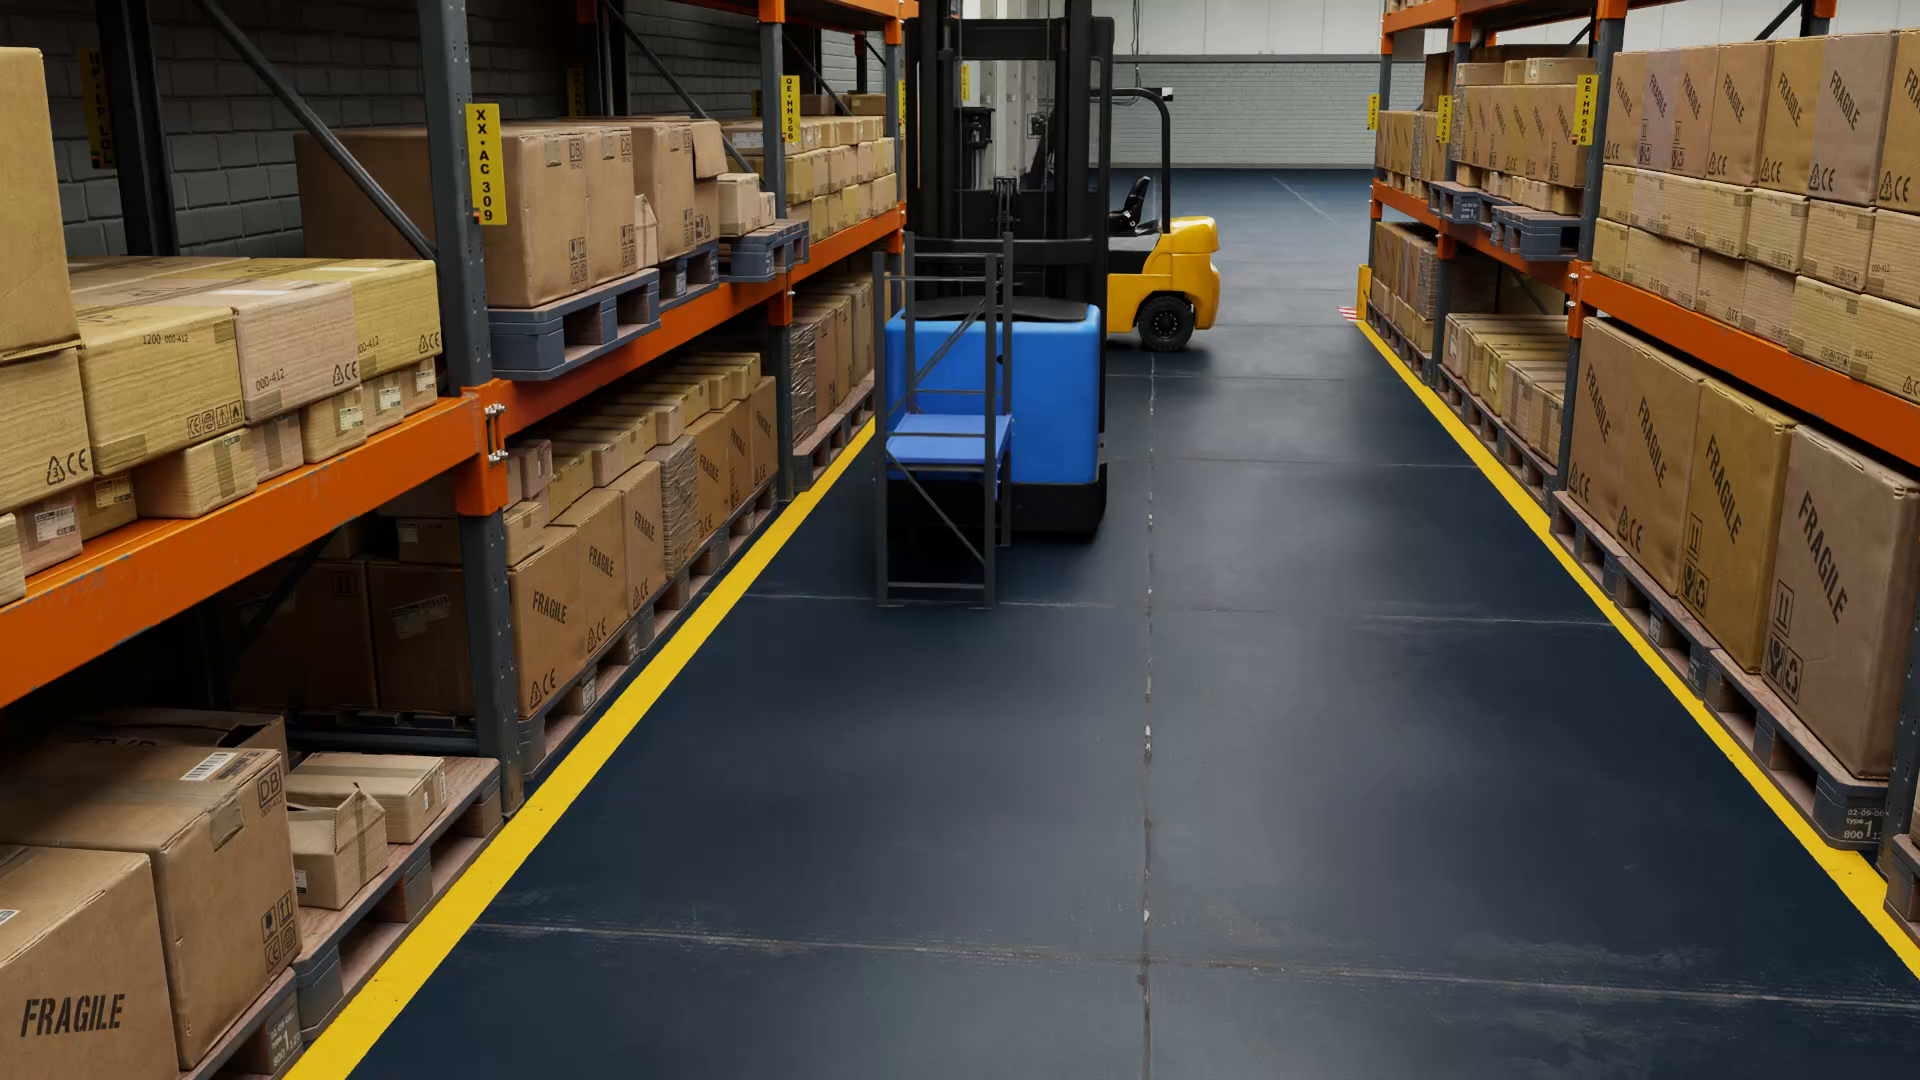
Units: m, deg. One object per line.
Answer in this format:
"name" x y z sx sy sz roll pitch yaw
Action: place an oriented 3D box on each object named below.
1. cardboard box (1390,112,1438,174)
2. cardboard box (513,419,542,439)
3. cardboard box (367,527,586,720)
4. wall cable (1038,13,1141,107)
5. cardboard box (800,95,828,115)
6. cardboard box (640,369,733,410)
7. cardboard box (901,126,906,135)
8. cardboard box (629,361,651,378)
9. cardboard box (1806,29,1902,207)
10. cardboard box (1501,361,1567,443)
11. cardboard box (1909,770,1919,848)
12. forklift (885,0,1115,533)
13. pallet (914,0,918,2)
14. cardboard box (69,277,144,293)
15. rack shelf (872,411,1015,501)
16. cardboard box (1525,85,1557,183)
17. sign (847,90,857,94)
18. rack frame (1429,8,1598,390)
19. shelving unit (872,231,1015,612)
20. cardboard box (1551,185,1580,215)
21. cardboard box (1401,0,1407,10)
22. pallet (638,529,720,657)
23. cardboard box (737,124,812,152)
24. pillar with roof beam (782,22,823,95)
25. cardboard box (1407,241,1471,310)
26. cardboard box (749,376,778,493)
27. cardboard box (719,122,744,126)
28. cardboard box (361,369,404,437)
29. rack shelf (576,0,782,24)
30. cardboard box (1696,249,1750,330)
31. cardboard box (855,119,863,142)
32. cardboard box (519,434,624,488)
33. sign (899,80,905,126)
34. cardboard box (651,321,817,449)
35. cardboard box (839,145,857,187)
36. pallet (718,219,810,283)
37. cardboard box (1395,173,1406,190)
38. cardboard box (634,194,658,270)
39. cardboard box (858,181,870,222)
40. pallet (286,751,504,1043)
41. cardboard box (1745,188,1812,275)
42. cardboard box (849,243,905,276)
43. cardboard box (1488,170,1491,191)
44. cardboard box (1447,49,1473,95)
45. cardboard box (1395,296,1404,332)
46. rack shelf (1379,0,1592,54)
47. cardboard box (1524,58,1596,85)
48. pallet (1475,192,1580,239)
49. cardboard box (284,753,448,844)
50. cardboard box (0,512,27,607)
"cardboard box" 3.997 -3.408 14.258 0.500 0.500 0.500 1 15 5
"cardboard box" -1.932 -0.445 6.804 0.380 0.149 0.250 1 15 4
"cardboard box" -1.571 0.255 5.458 0.500 0.500 0.500 2 15 9
"wall cable" 3.562 -13.492 46.767 3.097 2.526 0.112 2 15 6
"cardboard box" -1.211 -3.302 12.623 0.380 0.149 0.250 2 15 6
"cardboard box" -1.275 -0.703 7.757 0.380 0.149 0.250 1 15 4
"cardboard box" -0.621 -3.209 12.849 0.380 0.149 0.250 2 15 8
"cardboard box" -1.766 -0.851 8.304 0.380 0.149 0.250 2 15 9
"cardboard box" 2.935 -1.274 5.020 0.500 0.500 0.500 2 15 7
"cardboard box" 3.684 -0.795 9.585 0.950 0.372 0.625 1 15 5
"cardboard box" 2.906 0.709 3.899 0.875 0.438 0.875 1 15 5
"forklift" 0.279 -1.784 9.146 1.130 2.935 3.031 1 15 5
"pallet" -0.736 -4.648 14.028 1.003 0.211 1.213 2 15 6
"cardboard box" -2.223 -0.451 3.801 0.500 0.250 0.500 2 15 6
"rack shelf" -0.054 -0.390 7.419 0.538 0.185 1.000 1 15 5
"cardboard box" 3.357 -2.178 8.904 0.500 0.500 0.500 1 15 5
"sign" -1.046 -4.217 16.200 0.100 0.325 0.005 2 15 6
"rack frame" 3.986 -2.560 11.884 1.000 3.000 0.127 2 15 6
"shelving unit" -0.054 -0.563 7.372 0.538 1.500 1.048 1 15 5
"cardboard box" 3.296 -1.768 8.630 0.380 0.149 0.250 2 15 7
"cardboard box" 4.073 -4.709 14.567 0.380 0.149 0.250 2 15 8
"pallet" -1.660 0.186 7.069 1.003 0.211 1.213 2 15 6
"cardboard box" -1.037 -2.240 9.265 0.380 0.149 0.250 2 15 8
"pillar with roof beam" 2.808 -6.358 14.436 9.100 9.000 0.400 2 15 6
"cardboard box" 3.842 -2.091 13.175 0.500 0.500 0.500 2 15 7
"cardboard box" -1.232 -0.548 8.426 0.500 0.500 0.500 2 15 8
"cardboard box" -1.489 -2.387 9.810 0.380 0.149 0.250 2 15 6
"cardboard box" -1.642 -0.351 4.195 0.380 0.149 0.250 2 15 8
"rack shelf" -1.623 -2.250 6.368 1.077 0.370 4.000 2 15 6
"cardboard box" 3.072 -0.933 6.154 0.500 0.250 0.500 2 15 6
"cardboard box" -0.845 -2.704 10.981 0.380 0.149 0.250 1 15 5
"cardboard box" -1.490 -0.301 6.271 0.380 0.149 0.250 2 15 6
"sign" -0.406 -3.213 12.230 0.100 0.325 0.005 2 15 6
"cardboard box" -1.314 -0.886 9.436 0.875 0.625 0.625 2 15 8
"cardboard box" -0.938 -2.343 10.410 0.500 0.250 0.500 2 15 7
"pallet" -1.404 -1.397 7.951 1.213 0.211 1.003 2 15 6
"cardboard box" 3.998 -3.129 14.470 0.380 0.149 0.250 2 15 8
"cardboard box" -1.311 -1.117 6.001 0.396 0.266 0.258 2 15 9
"cardboard box" -0.881 -2.236 10.973 0.500 0.250 0.500 2 15 7
"pallet" -1.928 0.894 4.453 1.003 0.211 1.213 2 15 6
"cardboard box" 2.993 -1.040 5.592 0.500 0.250 0.500 2 15 8
"cardboard box" -0.580 -2.180 13.024 0.500 0.250 0.500 1 15 5
"cardboard box" 3.516 -2.238 10.368 0.380 0.149 0.250 2 15 7
"cardboard box" 4.383 -3.742 13.576 0.700 0.500 0.500 2 15 6
"cardboard box" 3.898 -1.867 13.783 0.500 0.250 0.500 2 15 7
"rack shelf" 4.212 -4.180 13.504 1.077 0.370 4.000 2 15 6
"cardboard box" 3.439 -2.663 9.455 0.380 0.149 0.250 1 15 4
"pallet" 3.717 -1.945 9.975 1.003 0.211 1.213 2 15 6
"cardboard box" -1.620 0.696 4.498 0.380 0.149 0.250 1 15 5
"cardboard box" -1.787 0.049 2.714 0.380 0.149 0.250 2 15 8
